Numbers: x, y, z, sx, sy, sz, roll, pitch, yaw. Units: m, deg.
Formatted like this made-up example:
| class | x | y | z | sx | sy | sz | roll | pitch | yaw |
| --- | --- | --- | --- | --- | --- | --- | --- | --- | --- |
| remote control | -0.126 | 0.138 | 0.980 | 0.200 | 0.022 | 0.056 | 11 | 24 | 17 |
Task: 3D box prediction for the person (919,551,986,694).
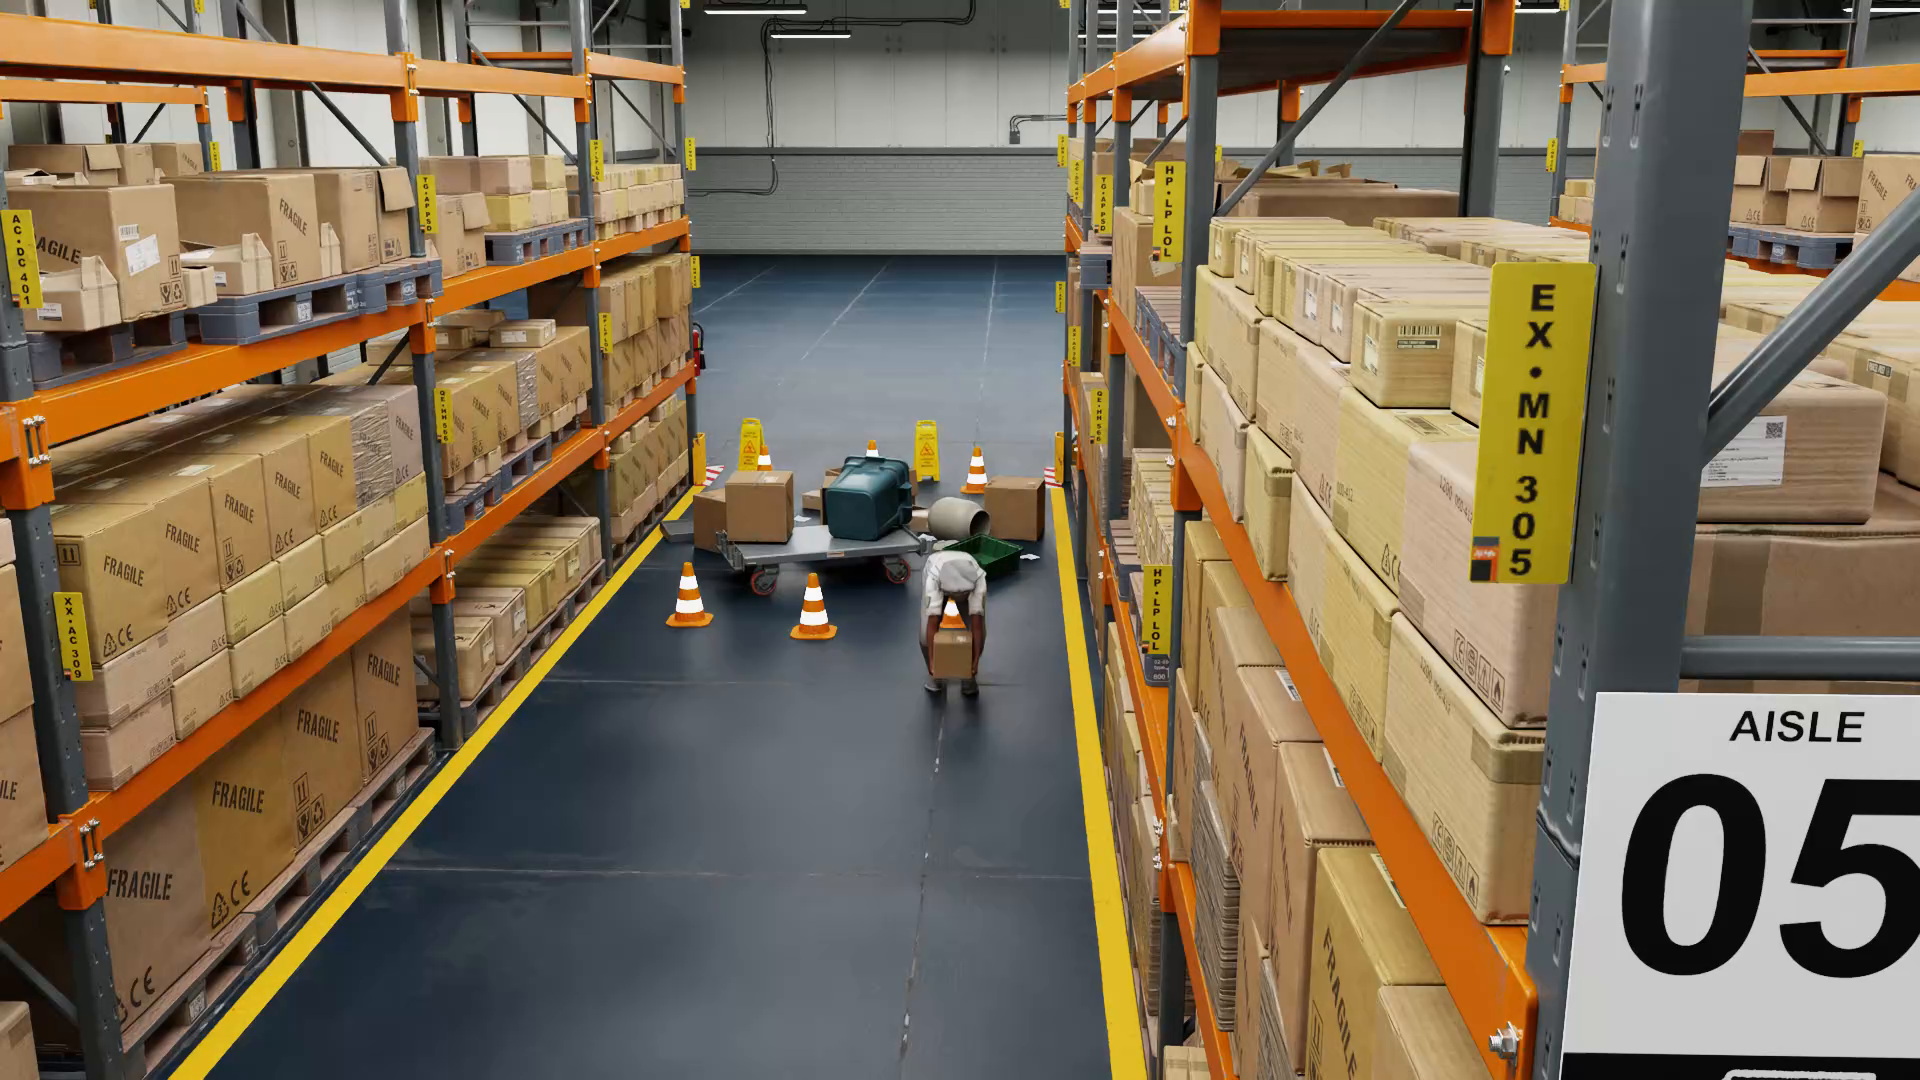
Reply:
| class | x | y | z | sx | sy | sz | roll | pitch | yaw |
| --- | --- | --- | --- | --- | --- | --- | --- | --- | --- |
| person | -0.048 | 0.549 | 11.116 | 0.452 | 1.030 | 0.932 | 0 | 14 | -2 |
